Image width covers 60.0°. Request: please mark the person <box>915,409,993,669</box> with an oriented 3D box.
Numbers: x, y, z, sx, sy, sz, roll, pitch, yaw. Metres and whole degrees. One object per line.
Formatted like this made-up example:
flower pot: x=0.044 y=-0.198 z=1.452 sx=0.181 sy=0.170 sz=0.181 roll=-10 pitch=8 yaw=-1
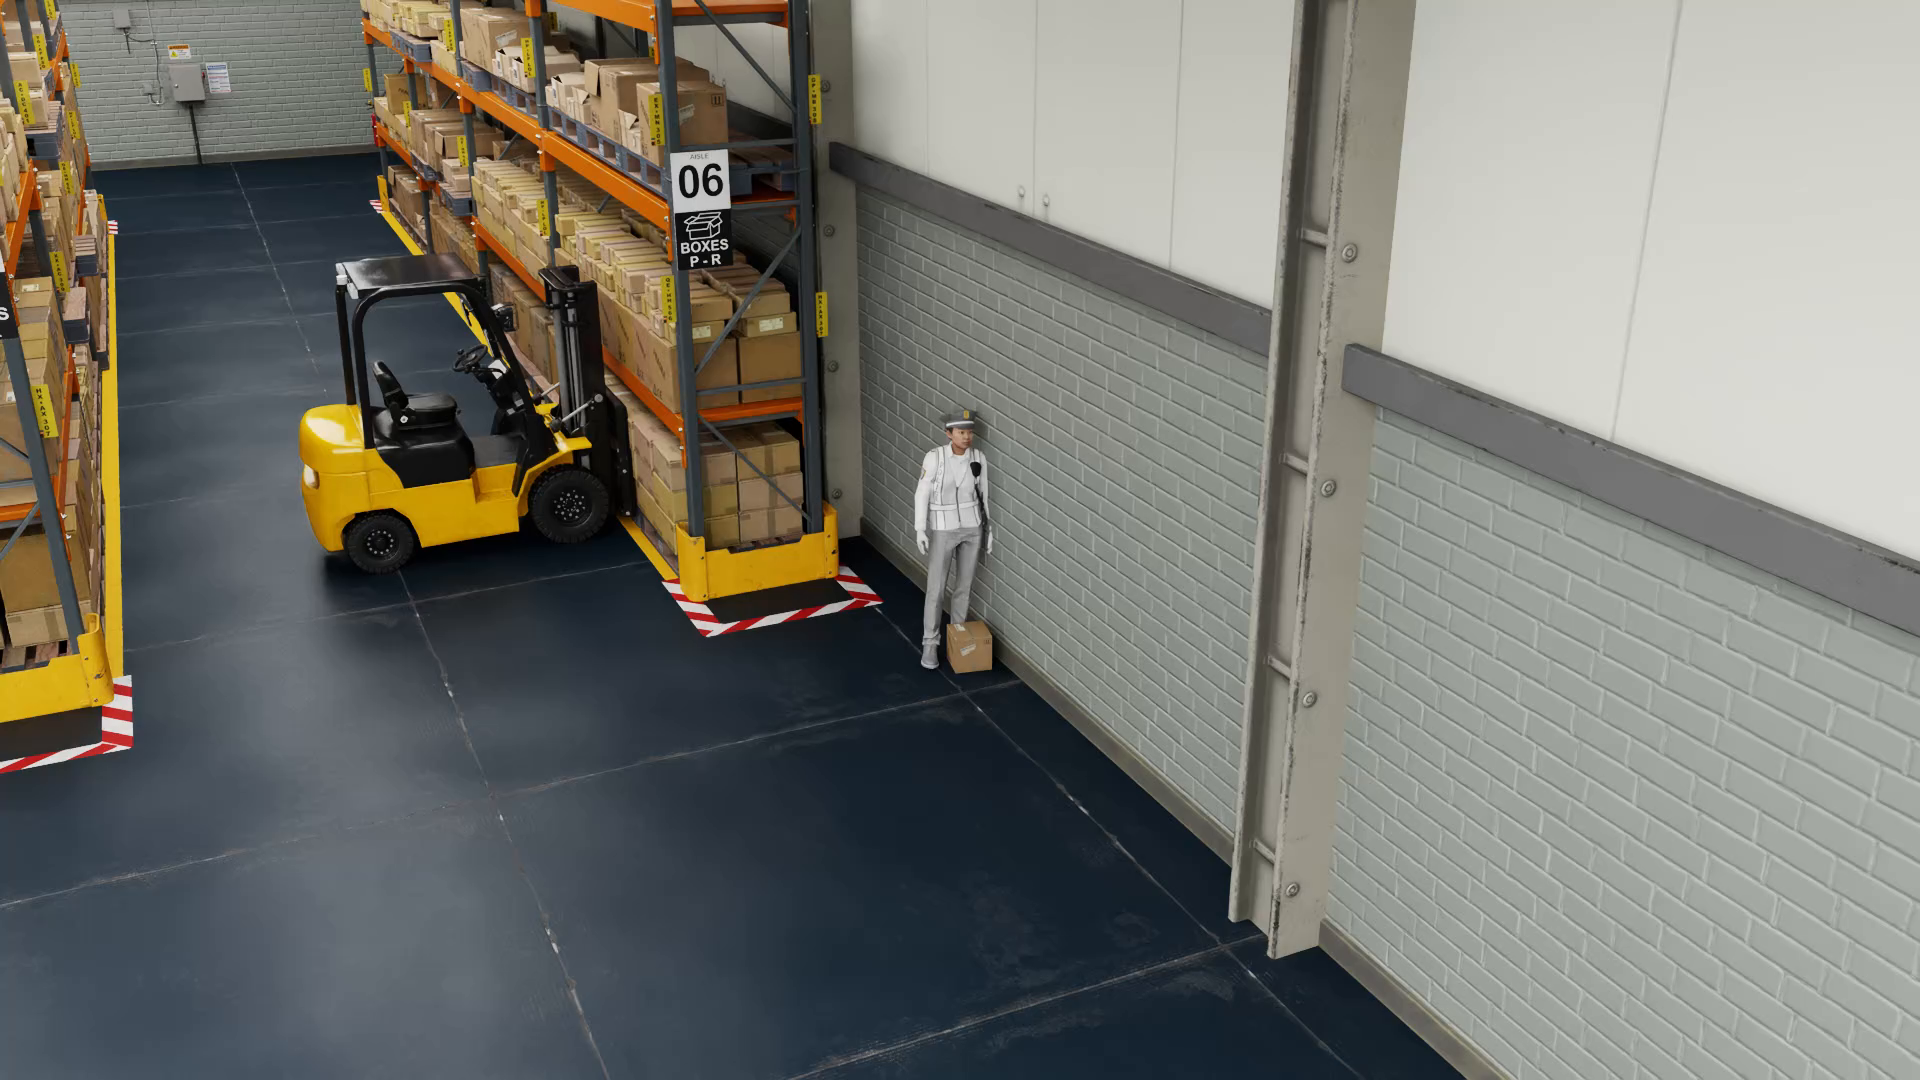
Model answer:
person: x=-0.011 y=-0.036 z=11.017 sx=0.586 sy=1.695 sz=0.533 roll=-5 pitch=23 yaw=-12
